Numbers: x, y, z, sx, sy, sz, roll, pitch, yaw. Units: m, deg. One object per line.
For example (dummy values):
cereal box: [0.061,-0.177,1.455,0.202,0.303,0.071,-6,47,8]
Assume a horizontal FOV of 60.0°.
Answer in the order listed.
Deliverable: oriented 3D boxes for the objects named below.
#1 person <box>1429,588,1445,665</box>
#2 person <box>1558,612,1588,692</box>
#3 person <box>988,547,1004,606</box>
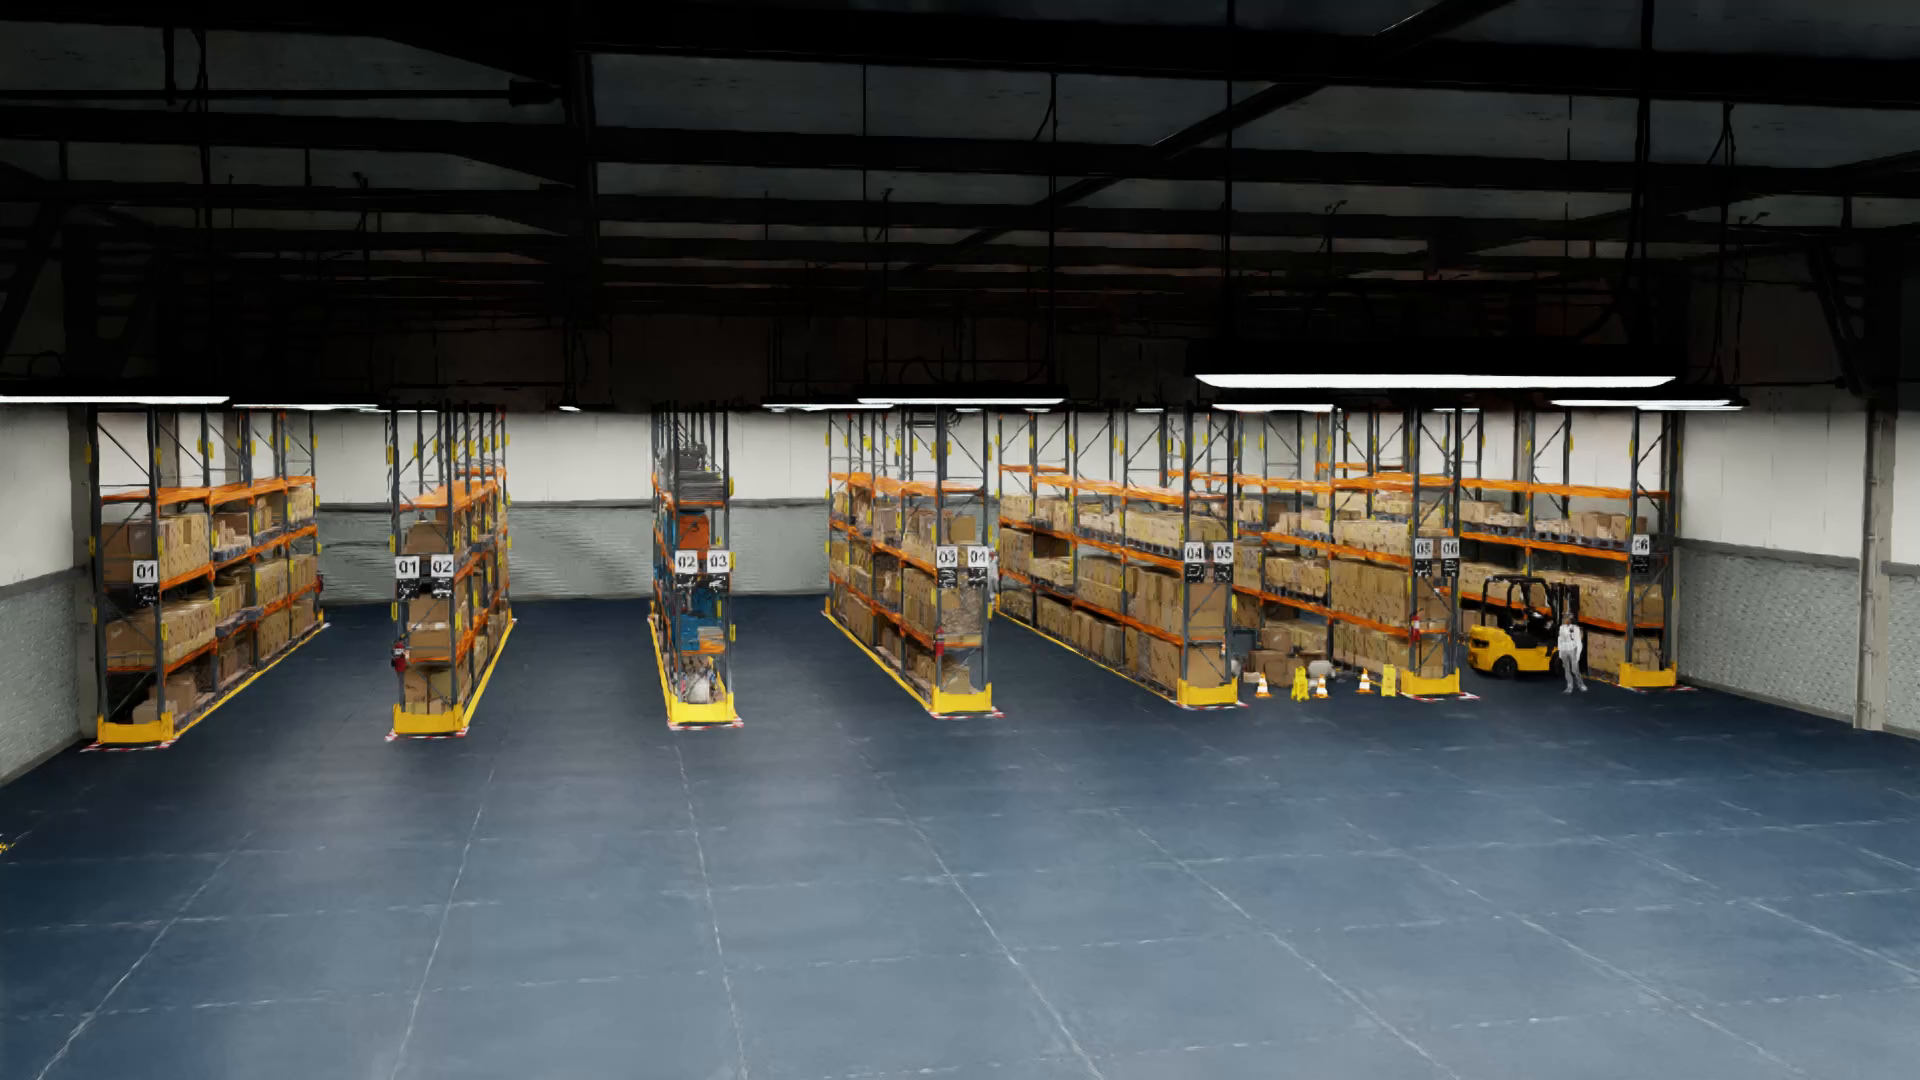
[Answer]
person: [10.819,1.962,38.007,0.580,1.763,0.673,2,5,20]
person: [12.586,2.307,34.189,0.454,1.659,0.623,-4,6,-44]
person: [1.058,1.097,49.742,0.542,1.781,0.642,-4,6,-41]
